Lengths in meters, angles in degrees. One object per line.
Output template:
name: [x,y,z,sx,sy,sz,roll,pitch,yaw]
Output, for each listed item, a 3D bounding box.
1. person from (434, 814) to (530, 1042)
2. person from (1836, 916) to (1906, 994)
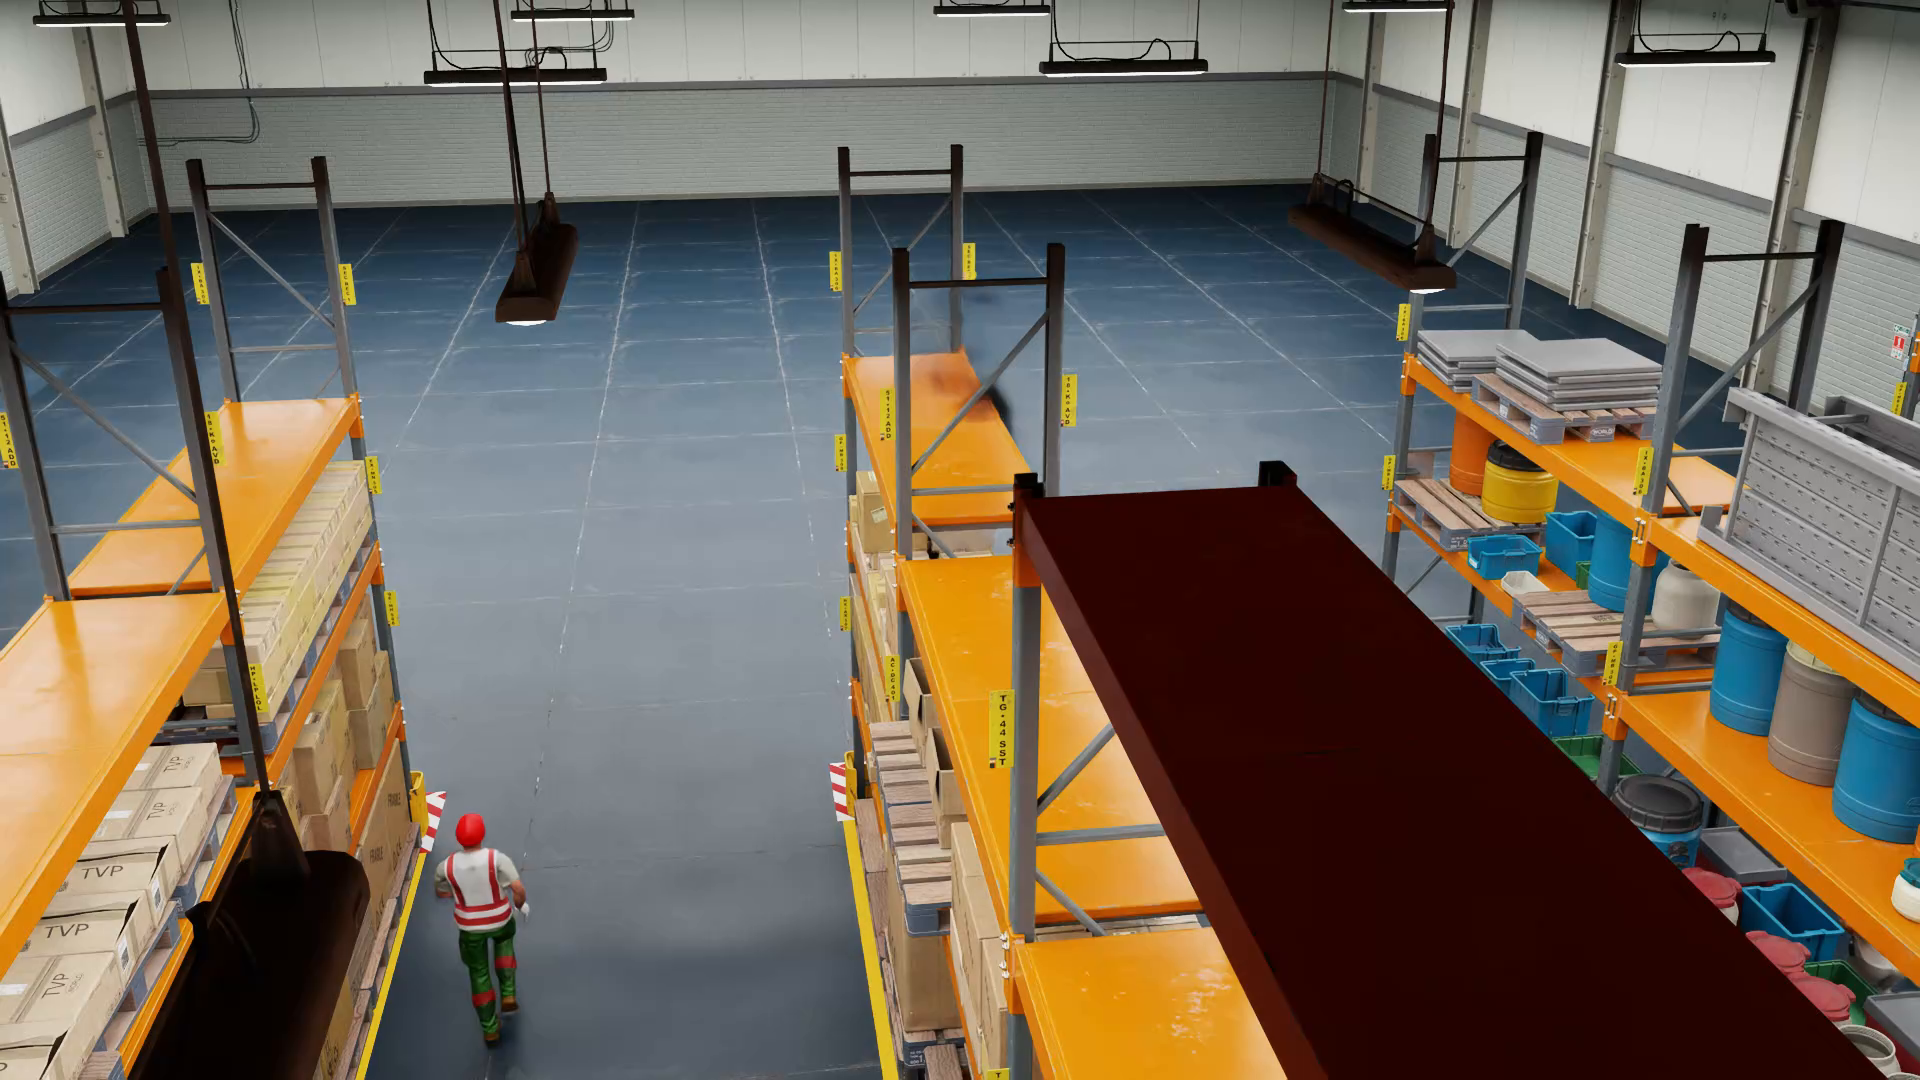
person: [-3.484,2.775,12.201,0.640,1.785,0.700,-6,22,-15]
person: [6.564,2.948,11.848,0.653,1.758,0.647,-2,22,-6]
